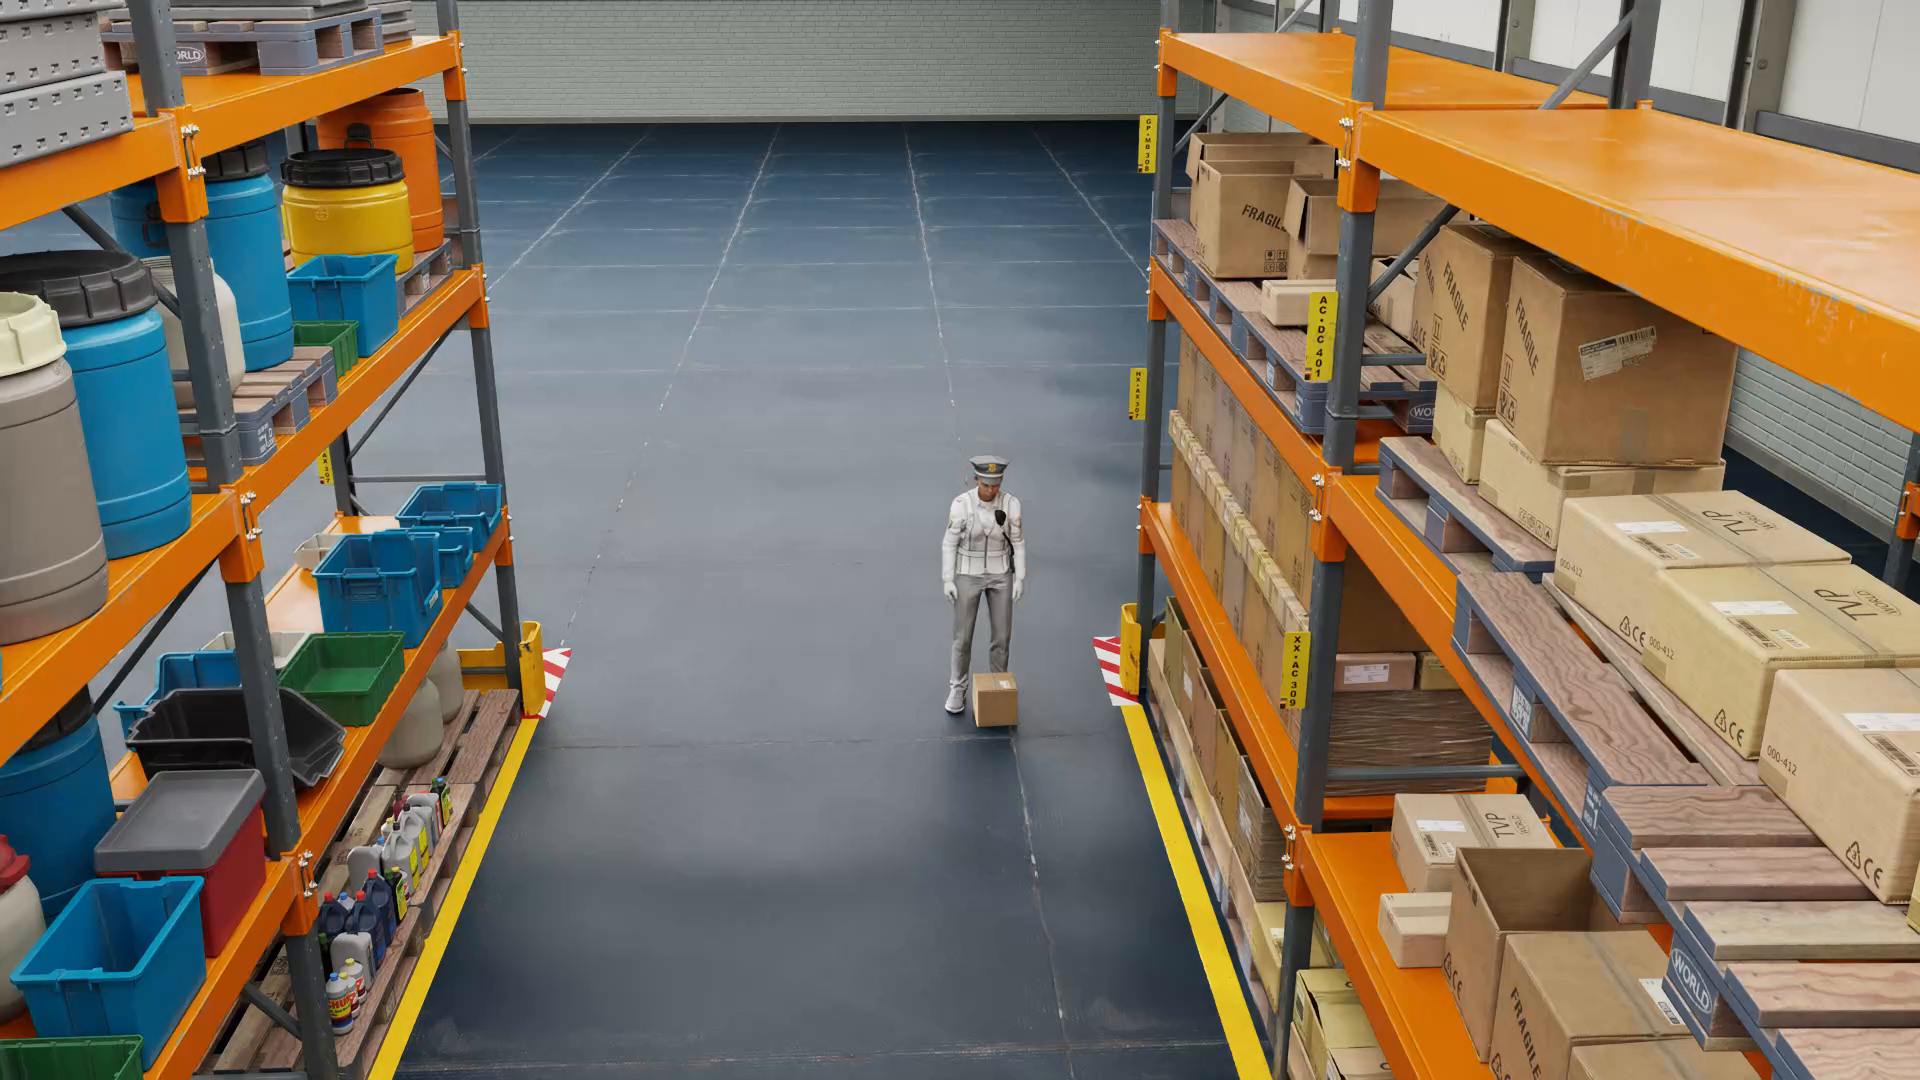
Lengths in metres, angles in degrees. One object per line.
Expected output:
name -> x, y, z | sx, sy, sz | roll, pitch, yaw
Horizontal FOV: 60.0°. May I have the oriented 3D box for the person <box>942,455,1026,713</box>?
person -> 0.152, 0.256, 10.390 | 0.528, 1.662, 0.375 | -2, 21, -5
